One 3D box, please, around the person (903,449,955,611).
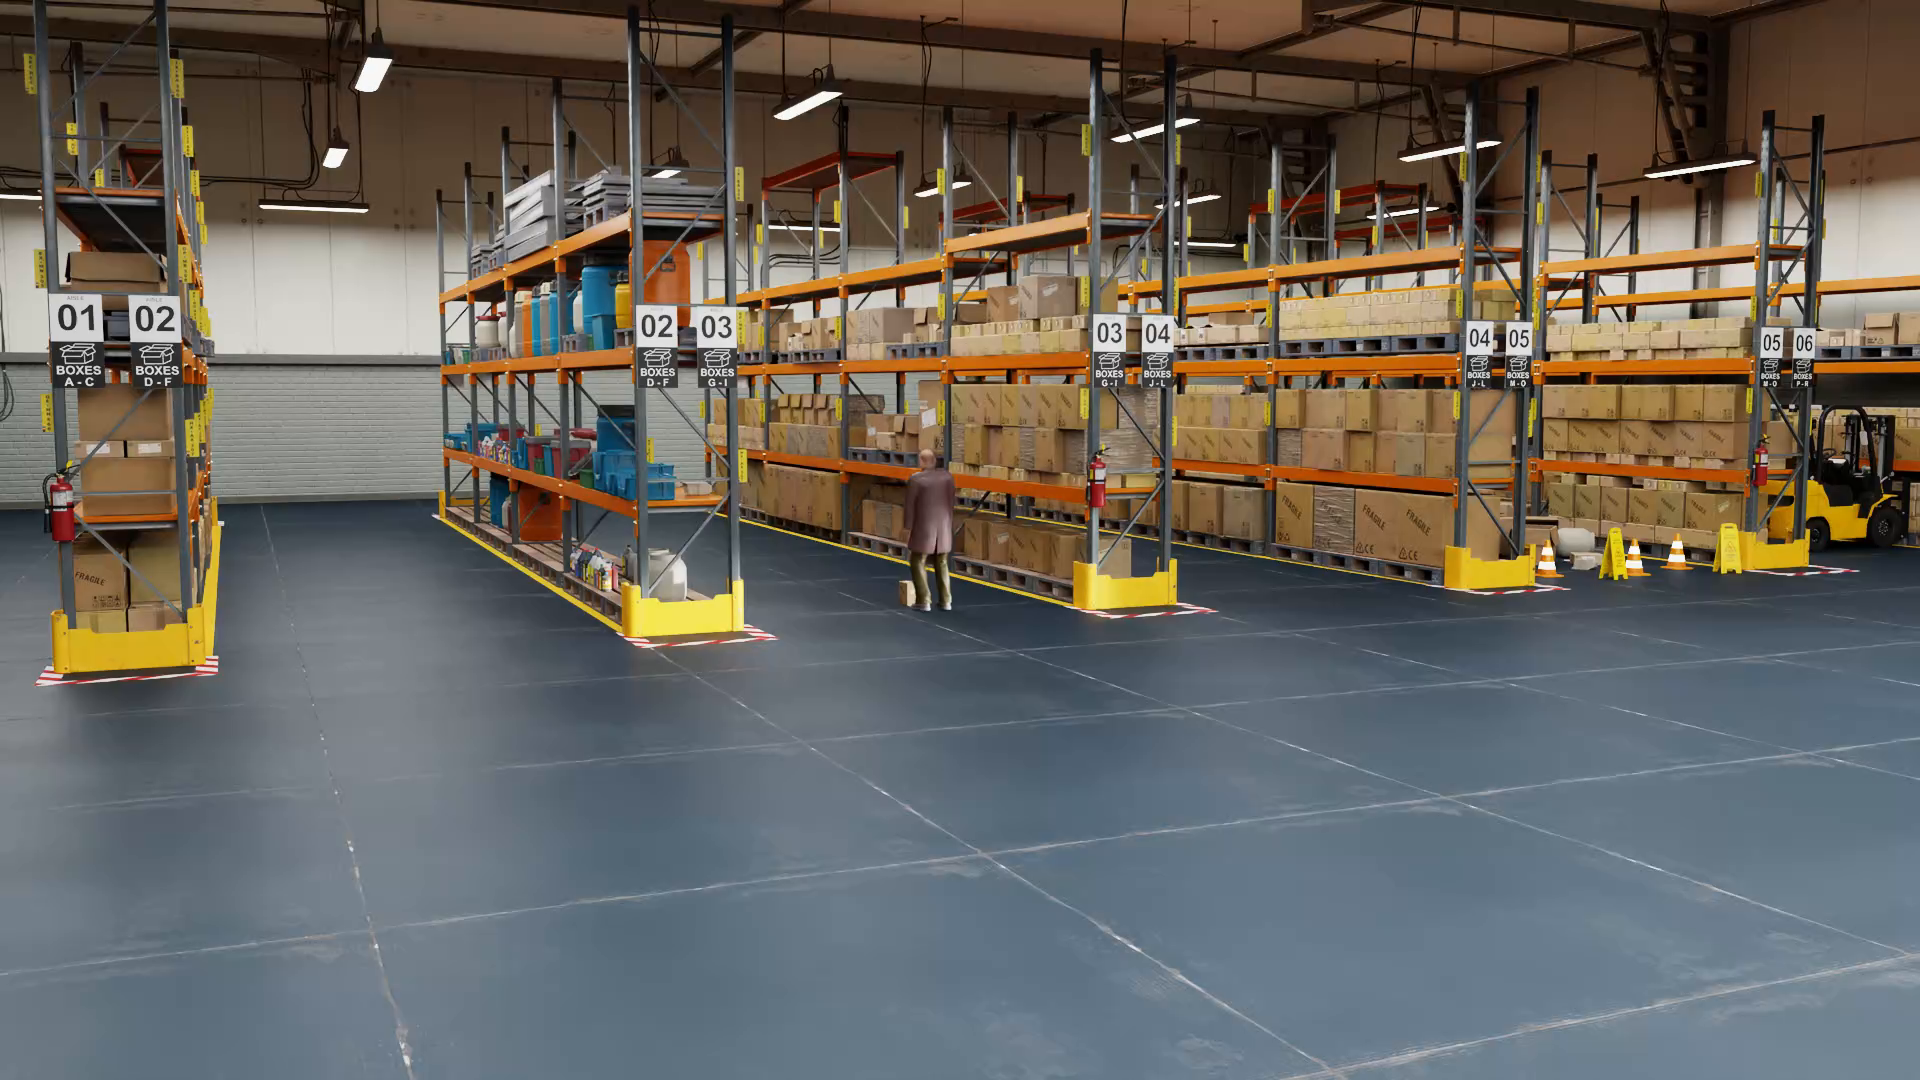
[{"bbox_3d":[-0.339,-0.102,18.039,0.579,1.745,0.390,-2,6,-22],"label":"person"}]
